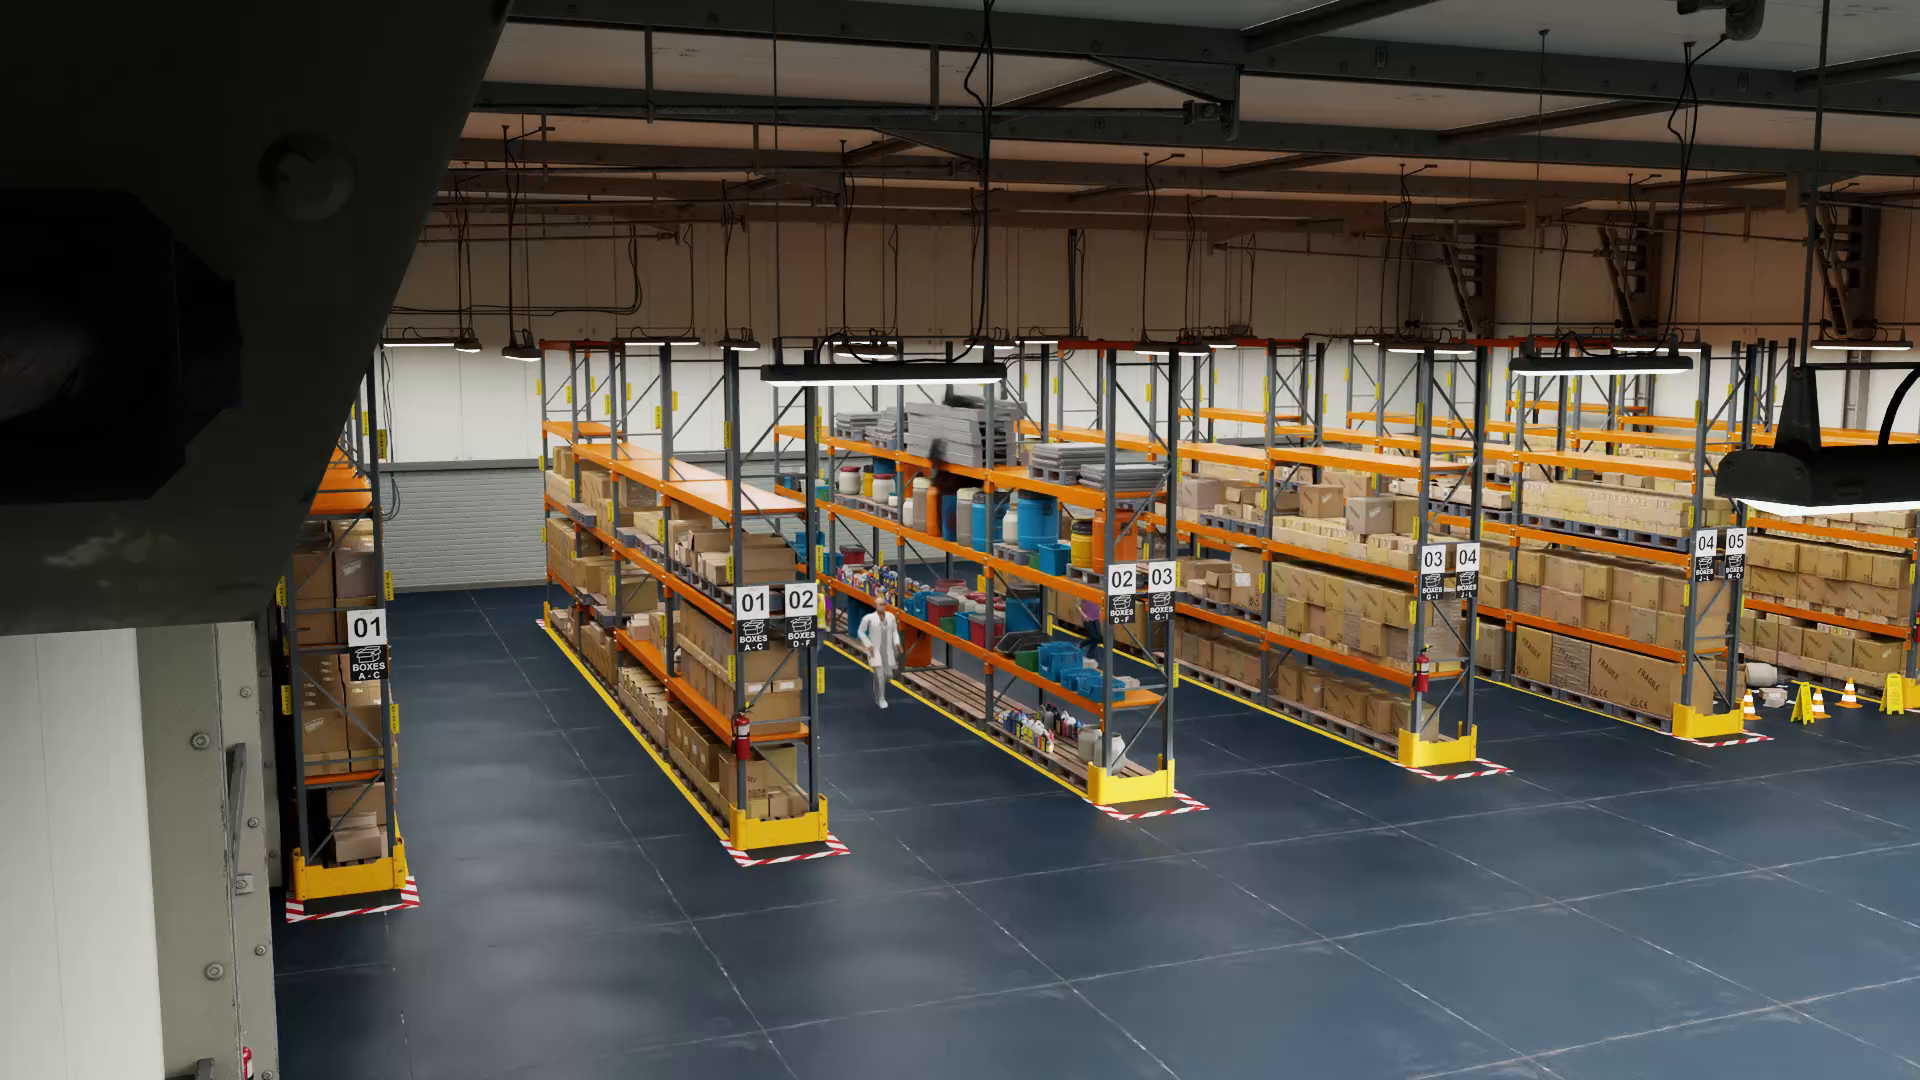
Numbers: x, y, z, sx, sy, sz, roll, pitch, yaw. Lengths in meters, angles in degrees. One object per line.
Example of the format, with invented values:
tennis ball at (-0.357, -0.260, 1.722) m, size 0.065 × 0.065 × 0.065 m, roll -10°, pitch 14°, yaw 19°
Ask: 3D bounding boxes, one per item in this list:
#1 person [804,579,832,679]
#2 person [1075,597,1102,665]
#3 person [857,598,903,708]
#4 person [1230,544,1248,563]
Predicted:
person at (-2.449, 1.525, 28.158) m, size 0.683 × 1.773 × 0.632 m, roll -5°, pitch 9°, yaw -35°
person at (2.314, 1.428, 29.635) m, size 0.536 × 1.573 × 0.492 m, roll -5°, pitch 9°, yaw -34°
person at (-1.316, 1.856, 26.439) m, size 0.694 × 1.548 × 0.693 m, roll -4°, pitch 8°, yaw -28°
person at (5.971, 0.920, 35.085) m, size 0.672 × 1.750 × 0.814 m, roll -3°, pitch 8°, yaw -22°
